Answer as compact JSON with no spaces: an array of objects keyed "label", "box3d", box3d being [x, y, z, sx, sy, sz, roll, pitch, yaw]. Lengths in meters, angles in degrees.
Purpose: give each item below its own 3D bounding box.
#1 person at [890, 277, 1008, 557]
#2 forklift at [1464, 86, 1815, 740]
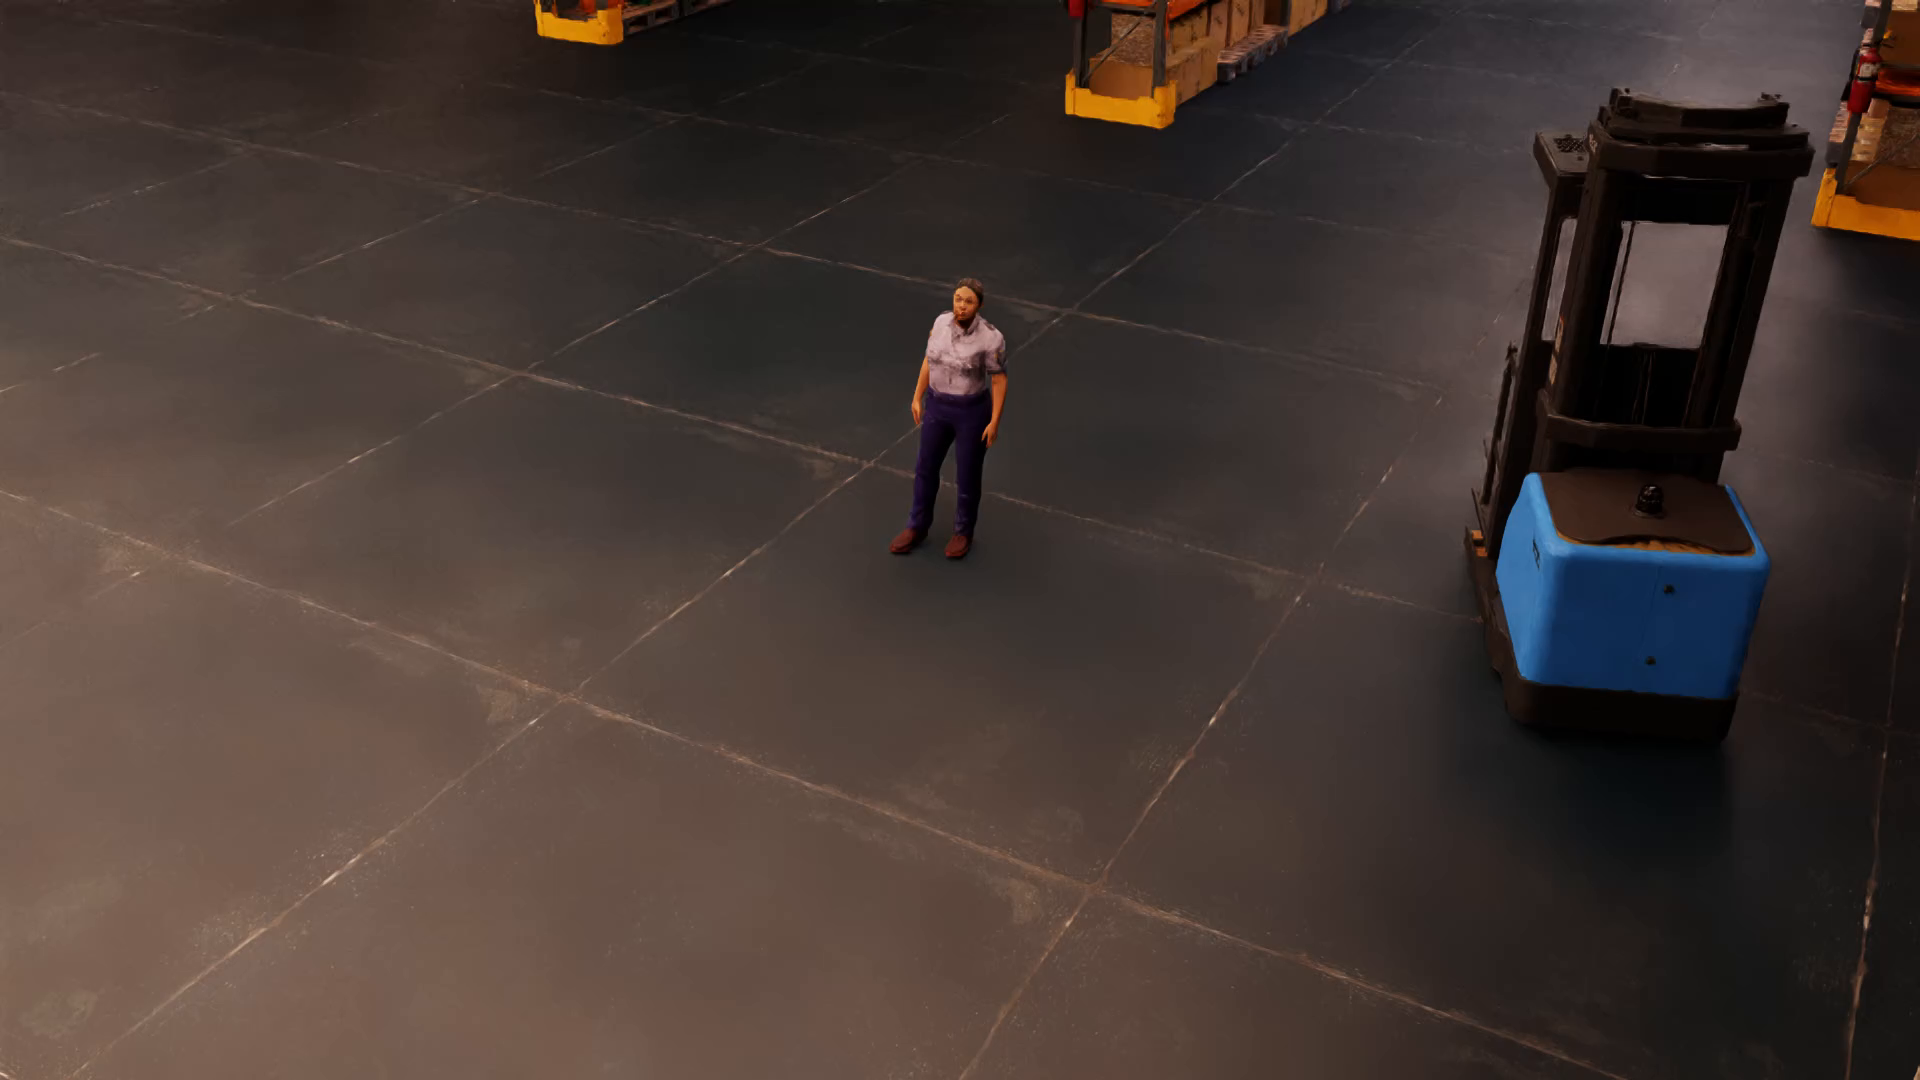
[{"label":"person","box3d":[-0.063,-0.686,9.529,0.599,1.650,0.502,15,33,25]},{"label":"forklift","box3d":[3.497,-1.004,8.810,1.130,2.935,3.031,4,30,8]}]
